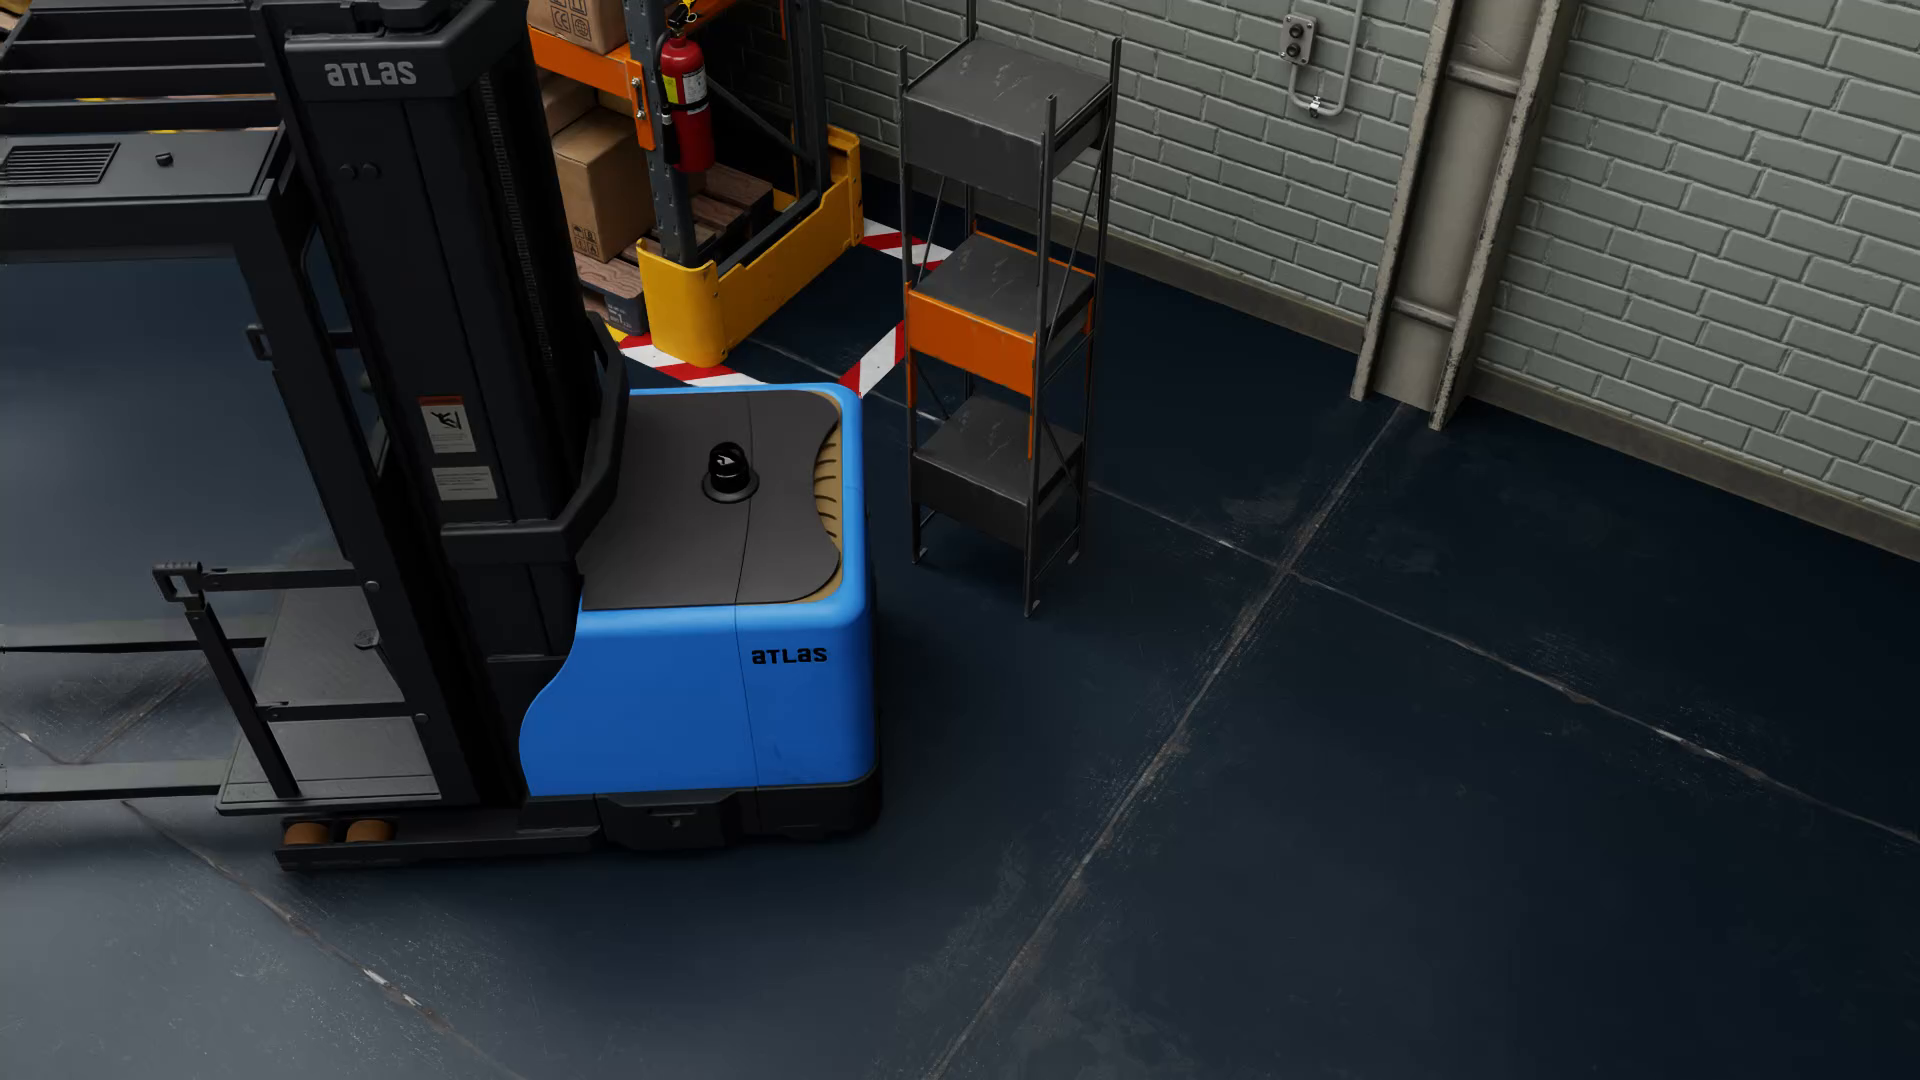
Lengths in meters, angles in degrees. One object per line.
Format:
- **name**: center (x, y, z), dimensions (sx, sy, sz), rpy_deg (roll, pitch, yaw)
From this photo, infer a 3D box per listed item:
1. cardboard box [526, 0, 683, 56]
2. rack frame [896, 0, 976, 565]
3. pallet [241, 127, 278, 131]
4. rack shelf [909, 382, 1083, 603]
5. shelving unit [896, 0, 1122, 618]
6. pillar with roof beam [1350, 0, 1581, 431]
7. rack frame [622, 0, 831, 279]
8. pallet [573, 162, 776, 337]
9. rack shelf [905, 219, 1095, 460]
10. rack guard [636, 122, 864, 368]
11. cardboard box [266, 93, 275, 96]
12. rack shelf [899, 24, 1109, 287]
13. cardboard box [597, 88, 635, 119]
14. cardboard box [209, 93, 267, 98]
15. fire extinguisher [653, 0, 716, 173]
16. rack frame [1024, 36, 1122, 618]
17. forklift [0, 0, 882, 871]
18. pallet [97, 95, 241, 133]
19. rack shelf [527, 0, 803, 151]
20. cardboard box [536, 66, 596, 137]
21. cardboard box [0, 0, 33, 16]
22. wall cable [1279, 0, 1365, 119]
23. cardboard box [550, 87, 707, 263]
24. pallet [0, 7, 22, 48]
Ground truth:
- **cardboard box**: center (-1.328, -2.469, 6.348), dimensions (0.700, 0.700, 0.980), rpy_deg (27, 52, 24)
- **rack frame**: center (-0.066, -0.762, 5.526), dimensions (0.015, 2.100, 0.400), rpy_deg (25, 51, 22)
- **pallet**: center (-2.631, -1.936, 7.984), dimensions (1.213, 0.211, 1.003), rpy_deg (25, 51, 22)
- **rack shelf**: center (0.139, -0.170, 5.946), dimensions (0.480, 0.518, 0.431), rpy_deg (25, 51, 22)
- **shelving unit**: center (0.139, -0.668, 5.435), dimensions (0.503, 2.100, 0.431), rpy_deg (25, 51, 22)
- **pillar with roof beam**: center (-0.478, -1.141, 1.084), dimensions (0.400, 9.000, 9.100), rpy_deg (25, 51, 22)
- **rack frame**: center (-0.893, -2.173, 6.270), dimensions (0.127, 3.000, 1.000), rpy_deg (25, 51, 22)
- **pallet**: center (-1.608, -1.463, 7.525), dimensions (1.213, 0.211, 1.003), rpy_deg (25, 51, 22)
- **rack shelf**: center (0.139, -0.658, 5.444), dimensions (0.480, 0.518, 0.431), rpy_deg (25, 51, 22)
- **rack guard**: center (-0.873, -1.292, 7.157), dimensions (0.348, 0.500, 1.175), rpy_deg (25, 51, 22)
- **cardboard box**: center (-2.834, -2.249, 7.794), dimensions (0.500, 0.500, 0.700), rpy_deg (26, 51, 23)
- **rack shelf**: center (0.139, -1.146, 4.942), dimensions (0.480, 0.518, 0.431), rpy_deg (25, 51, 22)
- **cardboard box**: center (-1.323, -1.957, 7.058), dimensions (0.250, 0.149, 0.380), rpy_deg (25, 51, 22)
- **cardboard box**: center (-3.265, -2.449, 7.988), dimensions (0.500, 0.500, 0.700), rpy_deg (24, 51, 22)
- **fire extinguisher**: center (-1.015, -1.679, 6.104), dimensions (0.183, 0.674, 0.296), rpy_deg (25, 51, 22)
- **rack frame**: center (0.345, -0.573, 5.343), dimensions (0.015, 2.100, 0.400), rpy_deg (25, 51, 22)
- **forklift**: center (-1.786, -0.373, 4.569), dimensions (3.031, 2.935, 1.130), rpy_deg (-2, 46, -2)
- **pallet**: center (-3.662, -2.408, 8.443), dimensions (1.213, 0.211, 1.003), rpy_deg (25, 51, 22)
- **rack shelf**: center (-2.577, -2.696, 7.280), dimensions (4.000, 0.370, 1.077), rpy_deg (25, 51, 22)
- **cardboard box**: center (-1.743, -1.824, 6.929), dimensions (0.250, 0.149, 0.380), rpy_deg (24, 51, 22)
- **cardboard box**: center (-4.878, -3.292, 8.563), dimensions (0.750, 0.750, 0.750), rpy_deg (25, 51, 23)
- **wall cable**: center (0.695, -2.602, 5.979), dimensions (1.851, 1.984, 0.084), rpy_deg (25, 51, 22)
- **cardboard box**: center (-1.536, -1.659, 7.220), dimensions (0.500, 0.500, 0.700), rpy_deg (25, 51, 22)
- **pallet**: center (-4.950, -3.003, 9.021), dimensions (1.213, 0.211, 1.003), rpy_deg (25, 51, 22)
